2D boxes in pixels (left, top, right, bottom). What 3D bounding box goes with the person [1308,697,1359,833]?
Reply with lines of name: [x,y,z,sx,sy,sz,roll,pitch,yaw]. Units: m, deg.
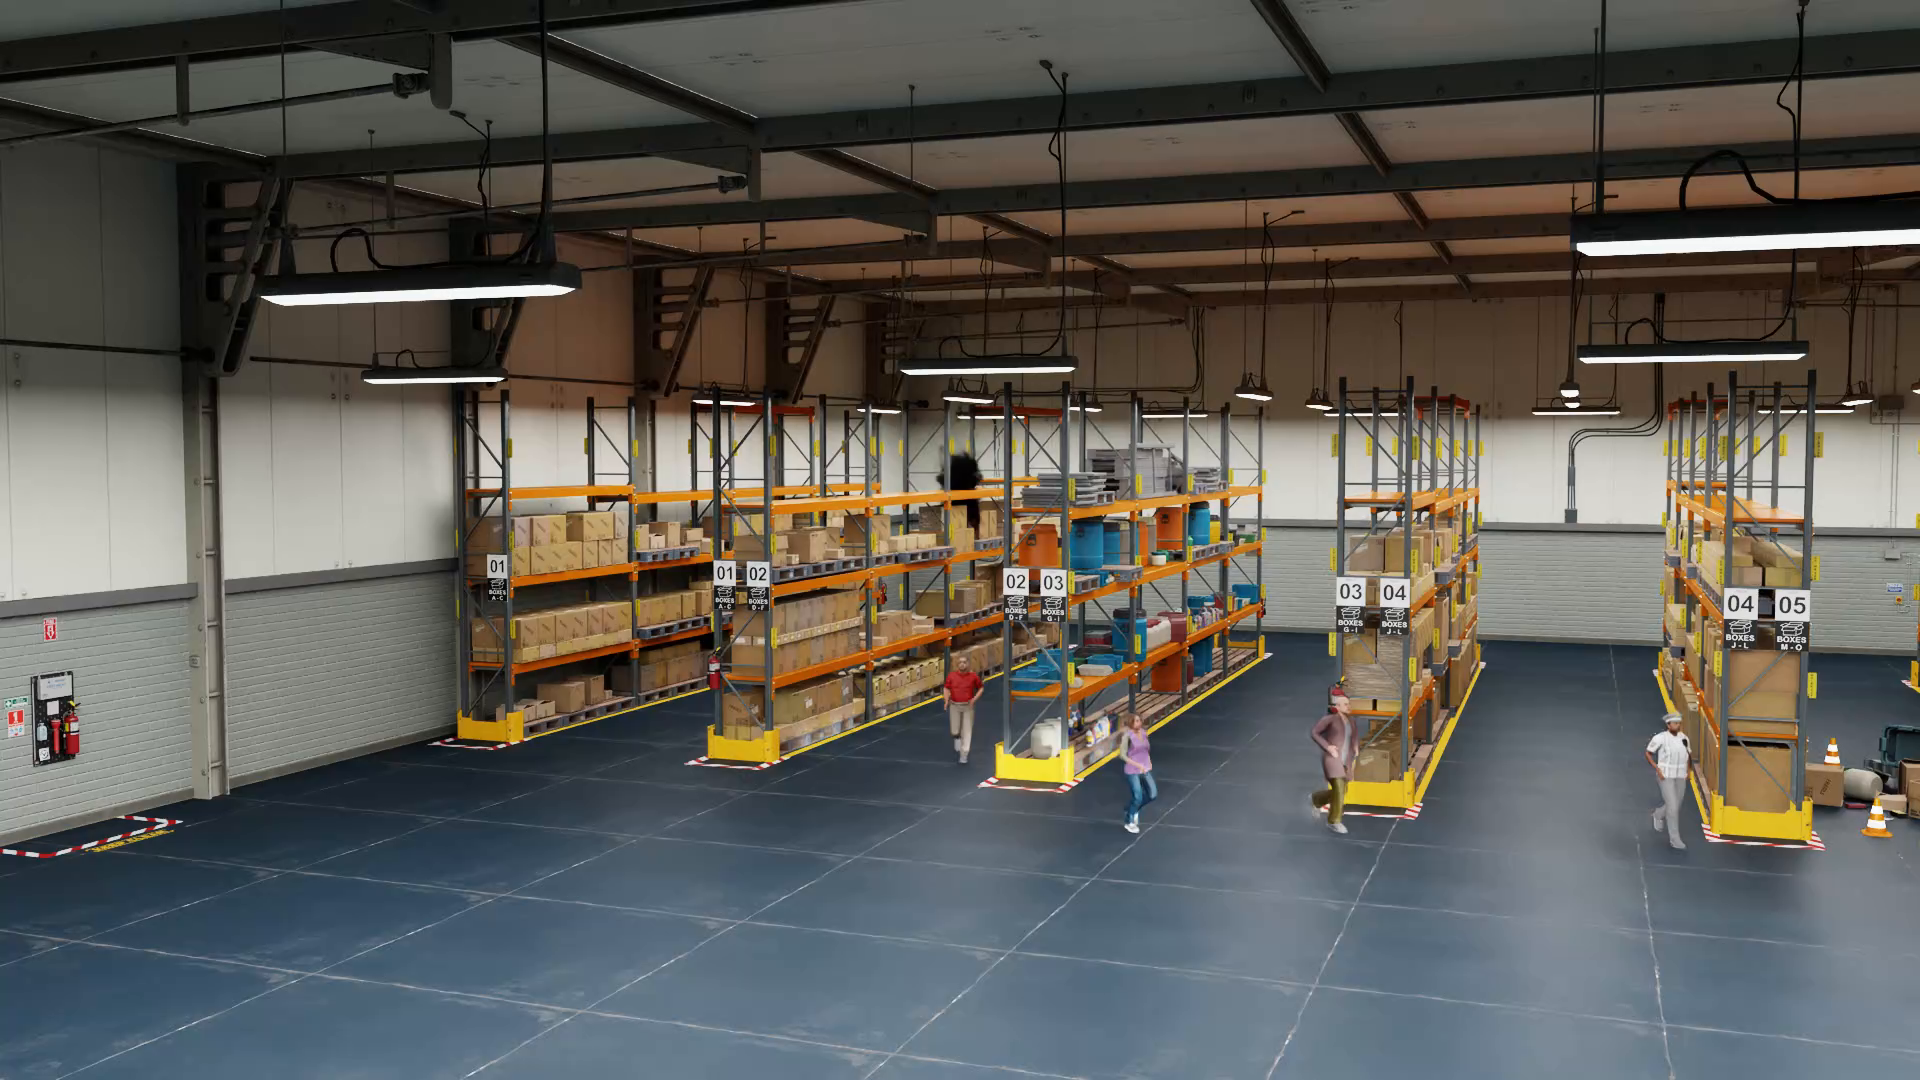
person: [4.978,2.941,22.035,0.753,1.747,0.802,-2,4,-28]

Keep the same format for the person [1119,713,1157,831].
person: [2.339,3.030,21.685,0.536,1.560,0.500,-2,4,-36]

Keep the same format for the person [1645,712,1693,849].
person: [9.018,3.008,21.128,0.592,1.693,0.797,0,3,-9]

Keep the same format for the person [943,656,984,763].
person: [0.050,2.700,26.658,0.664,1.684,0.602,0,3,5]
